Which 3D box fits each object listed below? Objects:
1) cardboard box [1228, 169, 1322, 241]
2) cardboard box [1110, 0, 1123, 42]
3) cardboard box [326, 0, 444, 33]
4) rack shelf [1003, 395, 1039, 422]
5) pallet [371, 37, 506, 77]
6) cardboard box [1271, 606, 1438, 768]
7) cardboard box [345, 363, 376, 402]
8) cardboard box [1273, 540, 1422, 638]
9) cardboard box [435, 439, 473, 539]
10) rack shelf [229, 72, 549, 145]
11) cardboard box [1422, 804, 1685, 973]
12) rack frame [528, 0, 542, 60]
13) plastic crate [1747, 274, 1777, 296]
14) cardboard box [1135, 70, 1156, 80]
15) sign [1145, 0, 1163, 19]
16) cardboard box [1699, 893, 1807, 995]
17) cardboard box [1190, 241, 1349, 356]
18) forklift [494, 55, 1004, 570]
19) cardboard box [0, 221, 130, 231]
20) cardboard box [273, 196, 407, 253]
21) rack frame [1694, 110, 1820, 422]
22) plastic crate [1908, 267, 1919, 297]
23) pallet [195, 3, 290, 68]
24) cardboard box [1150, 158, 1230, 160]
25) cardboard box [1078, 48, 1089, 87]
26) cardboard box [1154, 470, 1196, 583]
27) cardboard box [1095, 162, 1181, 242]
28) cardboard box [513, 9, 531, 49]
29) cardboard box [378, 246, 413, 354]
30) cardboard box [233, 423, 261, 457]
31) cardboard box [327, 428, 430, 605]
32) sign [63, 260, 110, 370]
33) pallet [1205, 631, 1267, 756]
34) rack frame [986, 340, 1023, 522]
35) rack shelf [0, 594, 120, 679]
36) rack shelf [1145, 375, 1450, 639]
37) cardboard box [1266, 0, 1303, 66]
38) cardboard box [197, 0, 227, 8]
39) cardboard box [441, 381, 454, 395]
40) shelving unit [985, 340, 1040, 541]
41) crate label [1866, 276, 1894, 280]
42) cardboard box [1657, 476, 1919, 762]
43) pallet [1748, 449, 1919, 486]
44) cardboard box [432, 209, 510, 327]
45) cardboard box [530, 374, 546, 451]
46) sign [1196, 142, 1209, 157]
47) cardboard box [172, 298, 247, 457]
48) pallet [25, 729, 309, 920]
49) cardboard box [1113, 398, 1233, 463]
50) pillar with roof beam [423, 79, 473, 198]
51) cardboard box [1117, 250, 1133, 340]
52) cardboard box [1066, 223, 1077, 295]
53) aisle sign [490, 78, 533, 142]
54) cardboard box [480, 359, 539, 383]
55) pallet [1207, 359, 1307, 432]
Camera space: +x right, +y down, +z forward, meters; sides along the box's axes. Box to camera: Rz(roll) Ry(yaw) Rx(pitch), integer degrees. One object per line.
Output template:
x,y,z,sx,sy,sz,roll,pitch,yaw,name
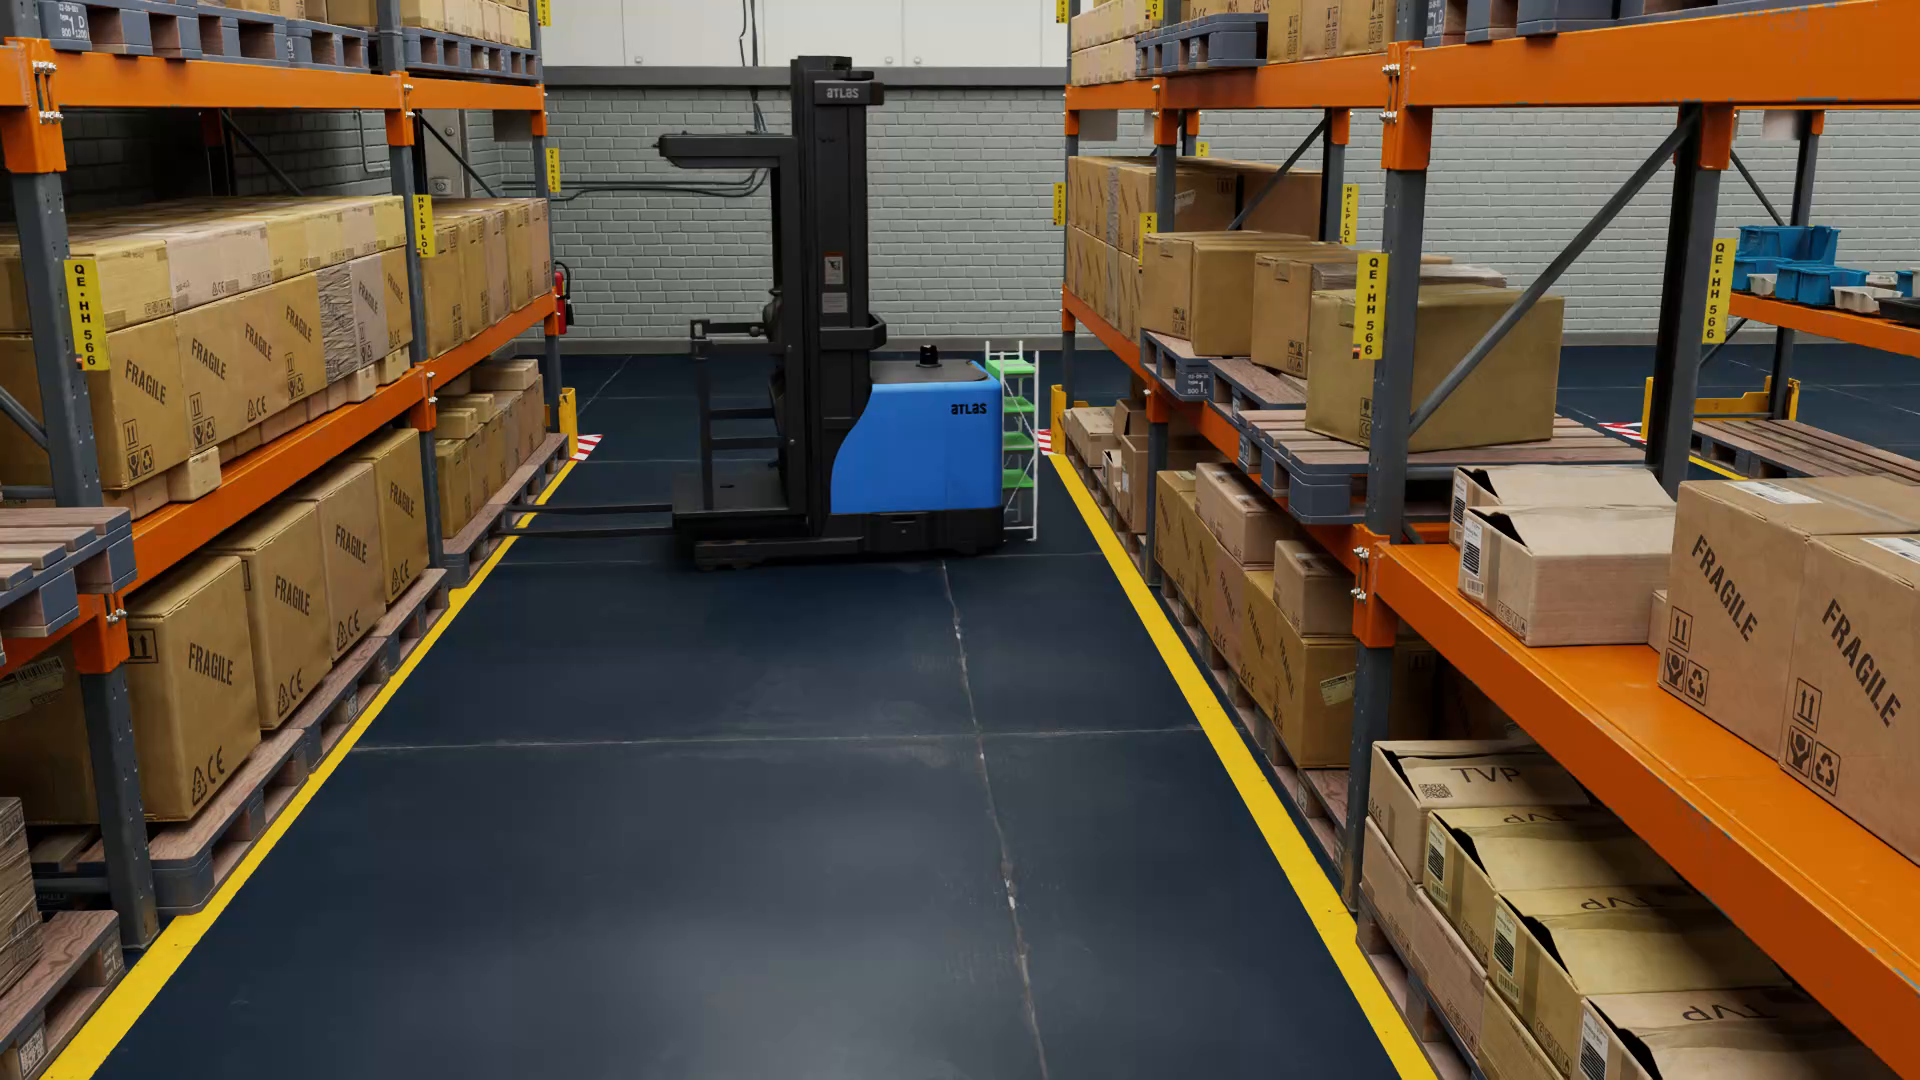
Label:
1.817,-1.858,9.522,0.500,0.500,0.500,-1,14,-2,cardboard box
1.208,-3.192,10.190,0.500,0.250,0.500,-1,14,-3,cardboard box
-3.158,-2.935,9.150,0.500,0.250,0.500,-1,14,-4,cardboard box
0.325,-0.808,10.552,0.258,0.148,0.480,-2,15,-9,rack shelf
-3.491,-3.043,10.491,1.003,0.211,1.213,-1,14,-3,pallet
1.521,0.559,6.467,0.500,0.500,0.500,0,14,-1,cardboard box
-2.990,-0.743,7.857,0.380,0.149,0.250,-1,14,-3,cardboard box
1.513,0.182,6.428,0.500,0.250,0.500,0,14,-1,cardboard box
-3.323,-0.307,9.874,0.700,0.500,0.500,-1,14,-3,cardboard box
-3.503,-2.728,10.535,1.077,0.370,4.000,-1,14,-3,rack shelf
1.593,0.913,4.510,0.500,0.311,0.500,-1,14,-5,cardboard box
-3.626,-5.027,12.005,1.000,3.000,0.127,-1,14,-3,rack frame
5.928,-1.860,12.143,0.250,0.136,0.298,-1,14,-3,plastic crate
1.270,-2.701,9.286,0.500,0.250,0.500,-1,14,-3,cardboard box
1.024,-2.897,8.709,0.100,0.325,0.005,-1,14,-3,sign
2.159,1.028,4.059,0.500,0.311,0.500,-1,14,-4,cardboard box
1.477,-1.165,7.990,0.700,0.500,0.500,1,14,5,cardboard box
-1.295,-1.382,10.017,3.031,2.935,1.130,-2,15,-9,forklift
-3.475,-1.063,6.294,0.500,0.250,0.500,-1,14,-5,cardboard box
-3.094,-1.580,8.304,0.500,0.250,0.500,-1,14,-2,cardboard box
6.262,-2.275,13.347,1.000,3.000,0.127,-1,14,-3,rack frame
6.599,-1.634,10.975,0.437,0.282,0.530,-1,14,-3,plastic crate
-3.296,-1.931,6.369,1.003,0.211,1.213,0,14,-1,pallet
1.652,-2.500,12.014,0.500,0.500,0.500,0,14,-2,cardboard box
1.114,-3.323,11.702,0.500,0.250,0.500,-1,14,-3,cardboard box
1.352,-0.083,8.961,0.500,0.500,0.500,-2,15,-6,cardboard box
1.180,-2.236,10.992,0.500,0.500,0.500,-1,14,-4,cardboard box
-3.316,-3.575,11.640,0.500,0.250,0.500,0,14,-2,cardboard box
-3.098,-1.218,8.403,0.500,0.500,0.500,-1,14,-4,cardboard box
-3.028,-0.425,6.622,0.380,0.149,0.250,-1,14,-3,cardboard box
-3.209,-0.129,8.481,0.750,0.750,0.750,-1,14,-3,cardboard box
-2.590,-0.665,4.927,0.100,0.325,0.005,-1,14,-3,sign
1.732,0.652,7.568,1.003,0.211,1.213,-1,14,-3,pallet
0.285,-0.697,10.829,0.240,1.200,0.015,-2,15,-9,rack frame
-3.007,0.714,3.176,1.077,0.370,4.000,-1,14,-3,rack shelf
1.689,-0.358,7.343,1.077,0.370,4.000,-1,14,-3,rack shelf
1.689,-2.075,6.349,0.910,0.500,0.500,-1,14,-3,cardboard box
-3.368,-2.357,6.565,0.700,0.500,0.500,-1,14,-3,cardboard box
-3.610,-0.969,11.143,0.380,0.149,0.250,-1,14,-3,cardboard box
0.325,-0.637,10.596,0.258,1.200,0.503,-2,15,-9,shelving unit
6.538,-1.835,12.046,0.396,0.136,0.243,-1,14,-3,crate label
1.933,0.159,3.687,0.500,0.500,0.500,-2,15,-6,cardboard box
6.346,-0.416,11.718,1.003,0.211,1.213,-1,14,-3,pallet
-3.491,-1.770,10.782,0.980,0.700,0.700,-2,15,-6,cardboard box
-3.483,-0.942,12.341,0.700,0.500,0.500,-1,14,-3,cardboard box
1.873,-2.916,12.883,0.100,0.325,0.005,-1,14,-3,sign
-2.929,-0.589,5.959,0.500,0.500,0.500,0,14,-2,cardboard box
-3.104,1.021,6.134,1.003,0.211,1.213,-1,14,-3,pallet
1.444,-0.675,11.259,0.797,0.503,0.637,-1,14,-3,cardboard box
-0.360,-5.752,14.821,9.100,9.000,0.400,-1,14,-3,pillar with roof beam
1.245,-1.501,10.140,0.500,0.500,0.500,0,14,-2,cardboard box
1.082,-2.133,12.596,0.500,0.500,0.500,-1,14,-2,cardboard box
-3.332,-3.403,12.516,0.394,0.787,0.004,-1,14,-3,aisle sign
-3.293,-1.227,12.147,0.380,0.149,0.250,-1,14,-4,cardboard box
1.688,-0.600,7.224,1.003,0.211,1.213,-1,14,-3,pallet
